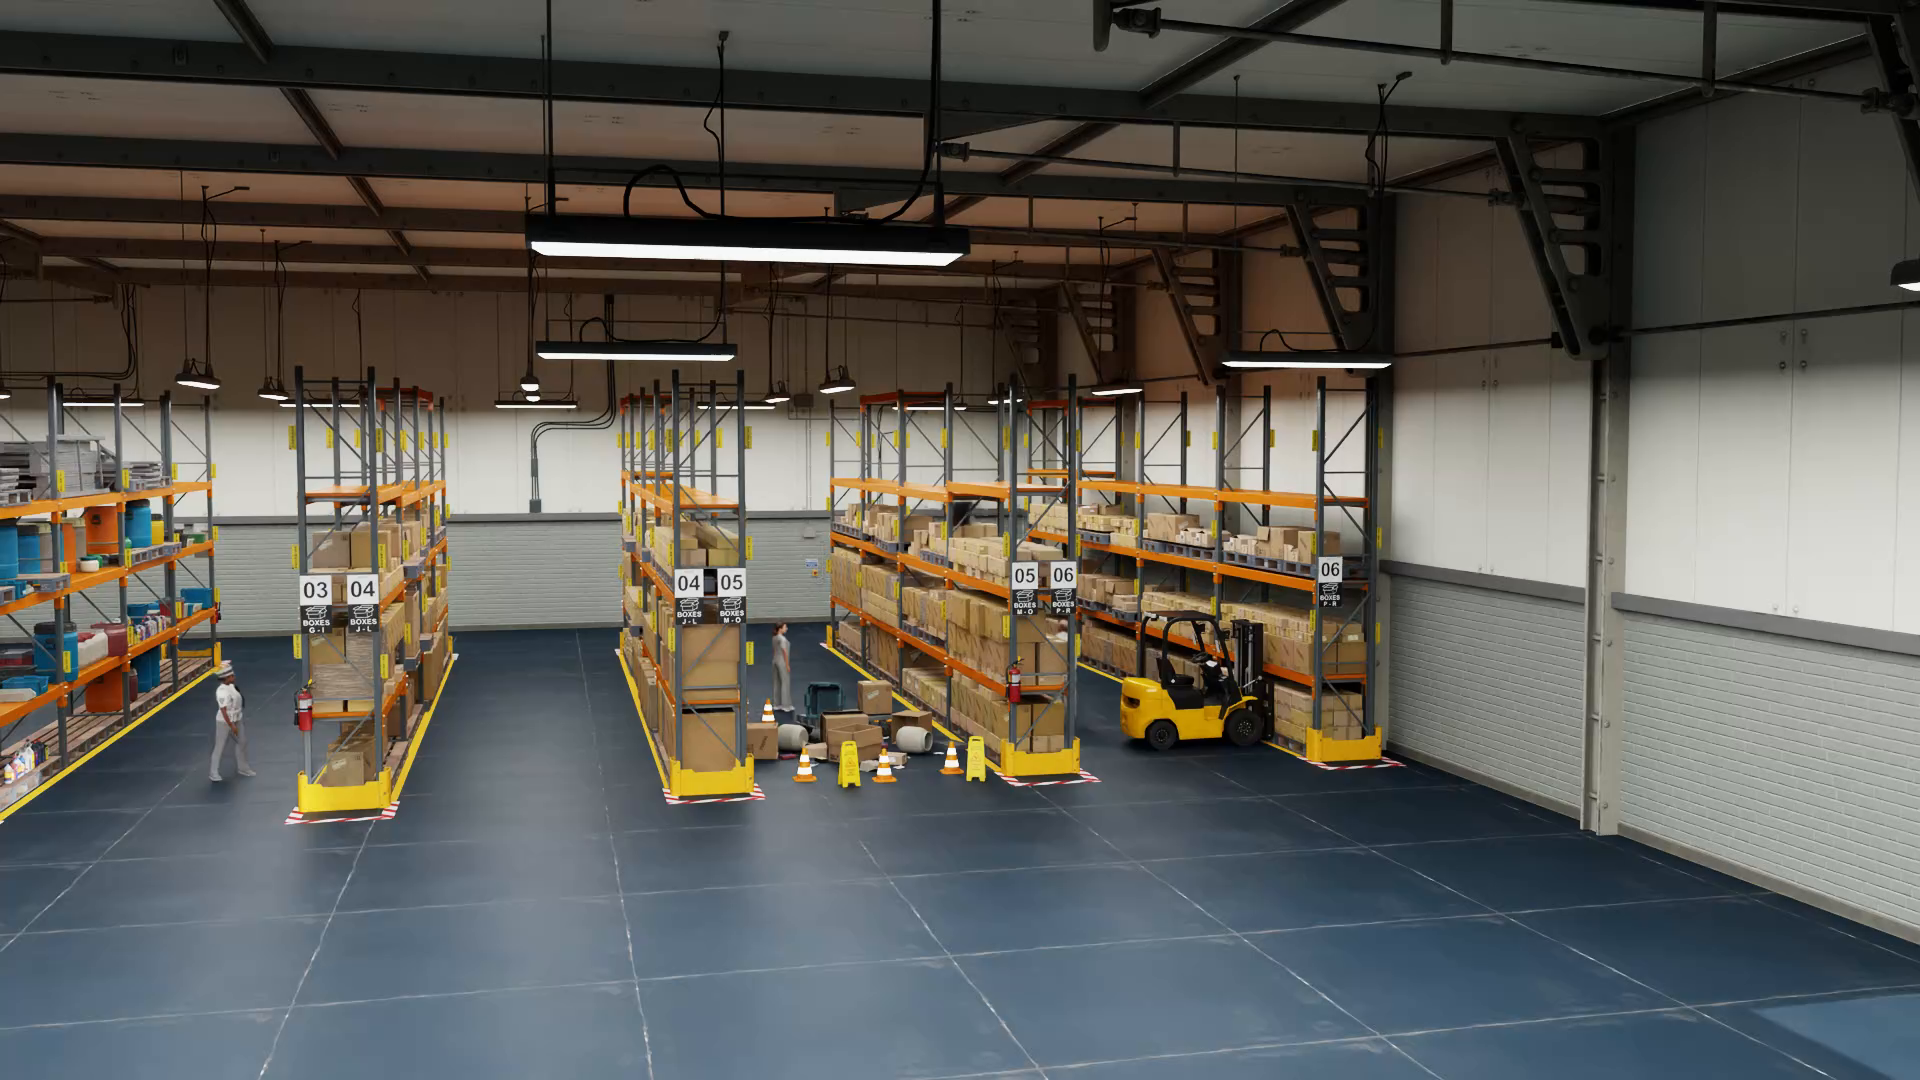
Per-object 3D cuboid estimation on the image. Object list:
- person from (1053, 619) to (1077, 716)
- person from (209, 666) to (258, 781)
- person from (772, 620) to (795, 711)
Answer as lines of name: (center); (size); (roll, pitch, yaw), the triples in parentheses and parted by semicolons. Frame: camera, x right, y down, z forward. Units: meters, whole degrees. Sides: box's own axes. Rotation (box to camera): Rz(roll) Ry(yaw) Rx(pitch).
person: (1.777, 2.315, 30.038); (0.649, 1.790, 0.504); (-1, 4, -22)
person: (-10.803, 2.721, 24.650); (0.527, 1.716, 0.635); (1, 3, 9)
person: (-3.274, 2.323, 30.781); (0.403, 1.673, 0.497); (-2, 4, -35)
